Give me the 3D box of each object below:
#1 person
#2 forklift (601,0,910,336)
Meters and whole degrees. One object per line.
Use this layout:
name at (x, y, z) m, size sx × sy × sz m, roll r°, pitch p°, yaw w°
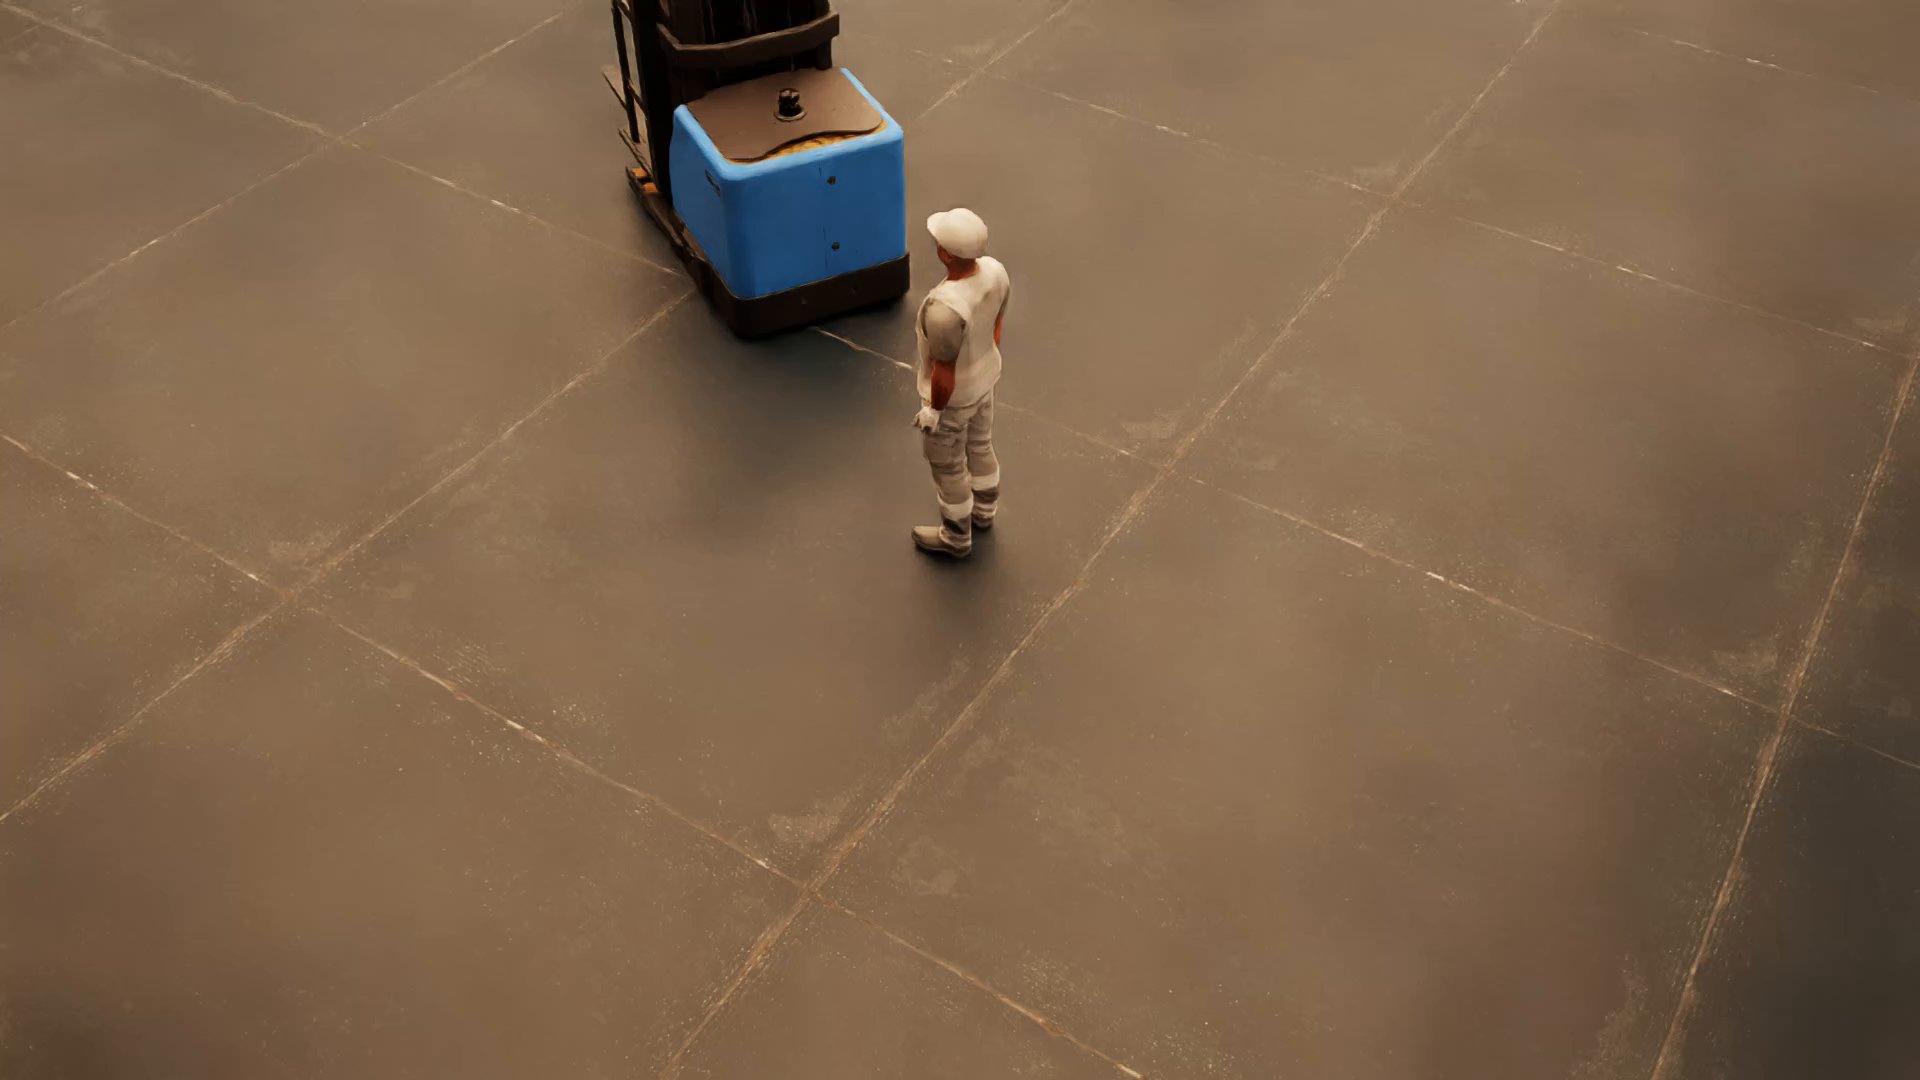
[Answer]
person at (-0.018, -0.686, 7.343) m, size 0.349 × 1.795 × 0.540 m, roll 24°, pitch 48°, yaw 23°
forklift at (-1.387, -3.190, 9.213) m, size 1.130 × 2.935 × 3.031 m, roll -19°, pitch 47°, yaw -19°
